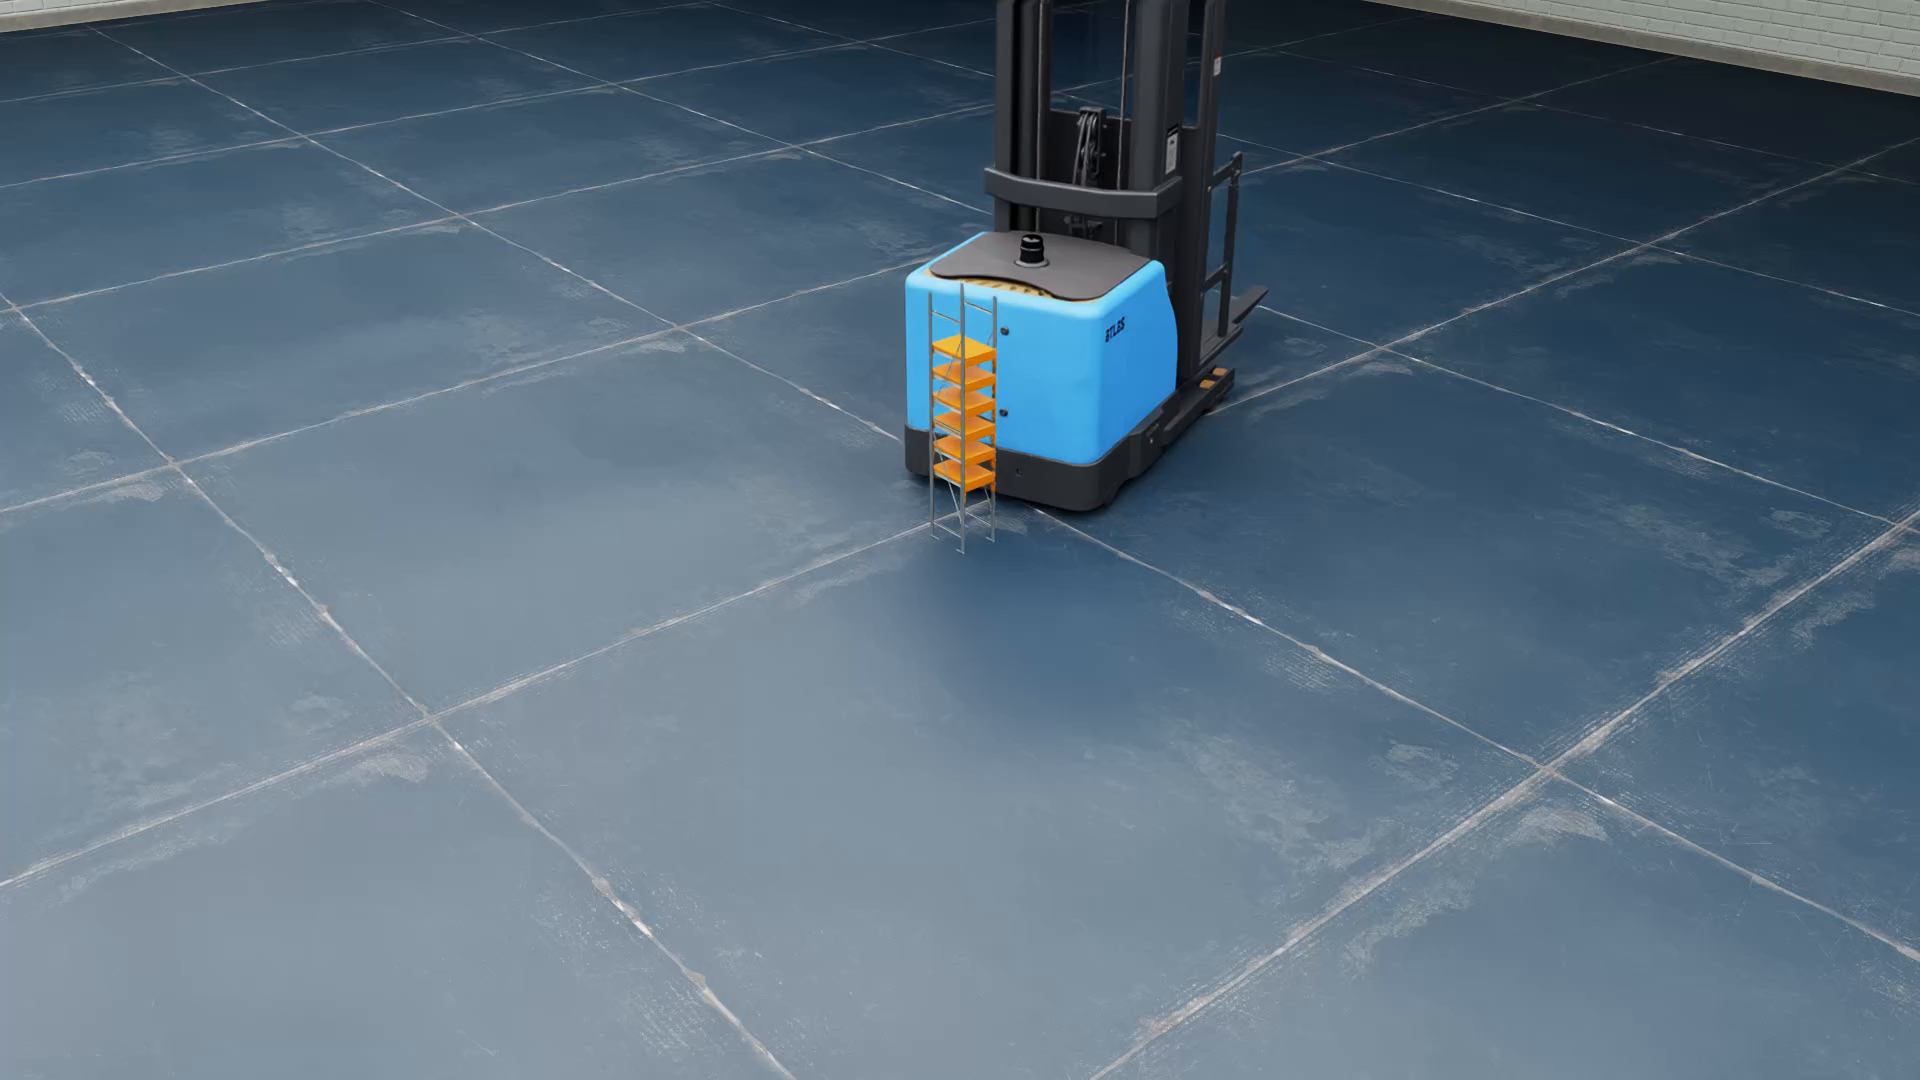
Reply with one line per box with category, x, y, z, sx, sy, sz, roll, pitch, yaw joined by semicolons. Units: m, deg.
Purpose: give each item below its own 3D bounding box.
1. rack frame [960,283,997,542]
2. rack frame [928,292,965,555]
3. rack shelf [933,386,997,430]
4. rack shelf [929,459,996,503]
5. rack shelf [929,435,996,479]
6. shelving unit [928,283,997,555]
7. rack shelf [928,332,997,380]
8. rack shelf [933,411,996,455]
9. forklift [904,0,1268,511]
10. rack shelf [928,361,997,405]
rack frame;0.081;-0.562;7.528;0.006;1.200;0.240;-22;35;-35
rack frame;-0.059;-0.506;7.423;0.006;1.200;0.240;-22;35;-35
rack shelf;0.011;-0.600;7.440;0.180;0.103;0.258;-22;35;-35
rack shelf;0.011;-0.283;7.610;0.180;0.103;0.258;-22;35;-35
rack shelf;0.011;-0.389;7.553;0.180;0.103;0.258;-22;35;-35
shelving unit;0.011;-0.534;7.475;0.189;1.200;0.258;-22;35;-35
rack shelf;0.011;-0.812;7.327;0.180;0.103;0.258;-22;35;-35
rack shelf;0.011;-0.494;7.496;0.180;0.103;0.258;-22;35;-35
forklift;0.871;-2.092;8.554;1.130;2.935;3.031;14;31;25
rack shelf;0.011;-0.706;7.383;0.180;0.103;0.258;-22;35;-35
